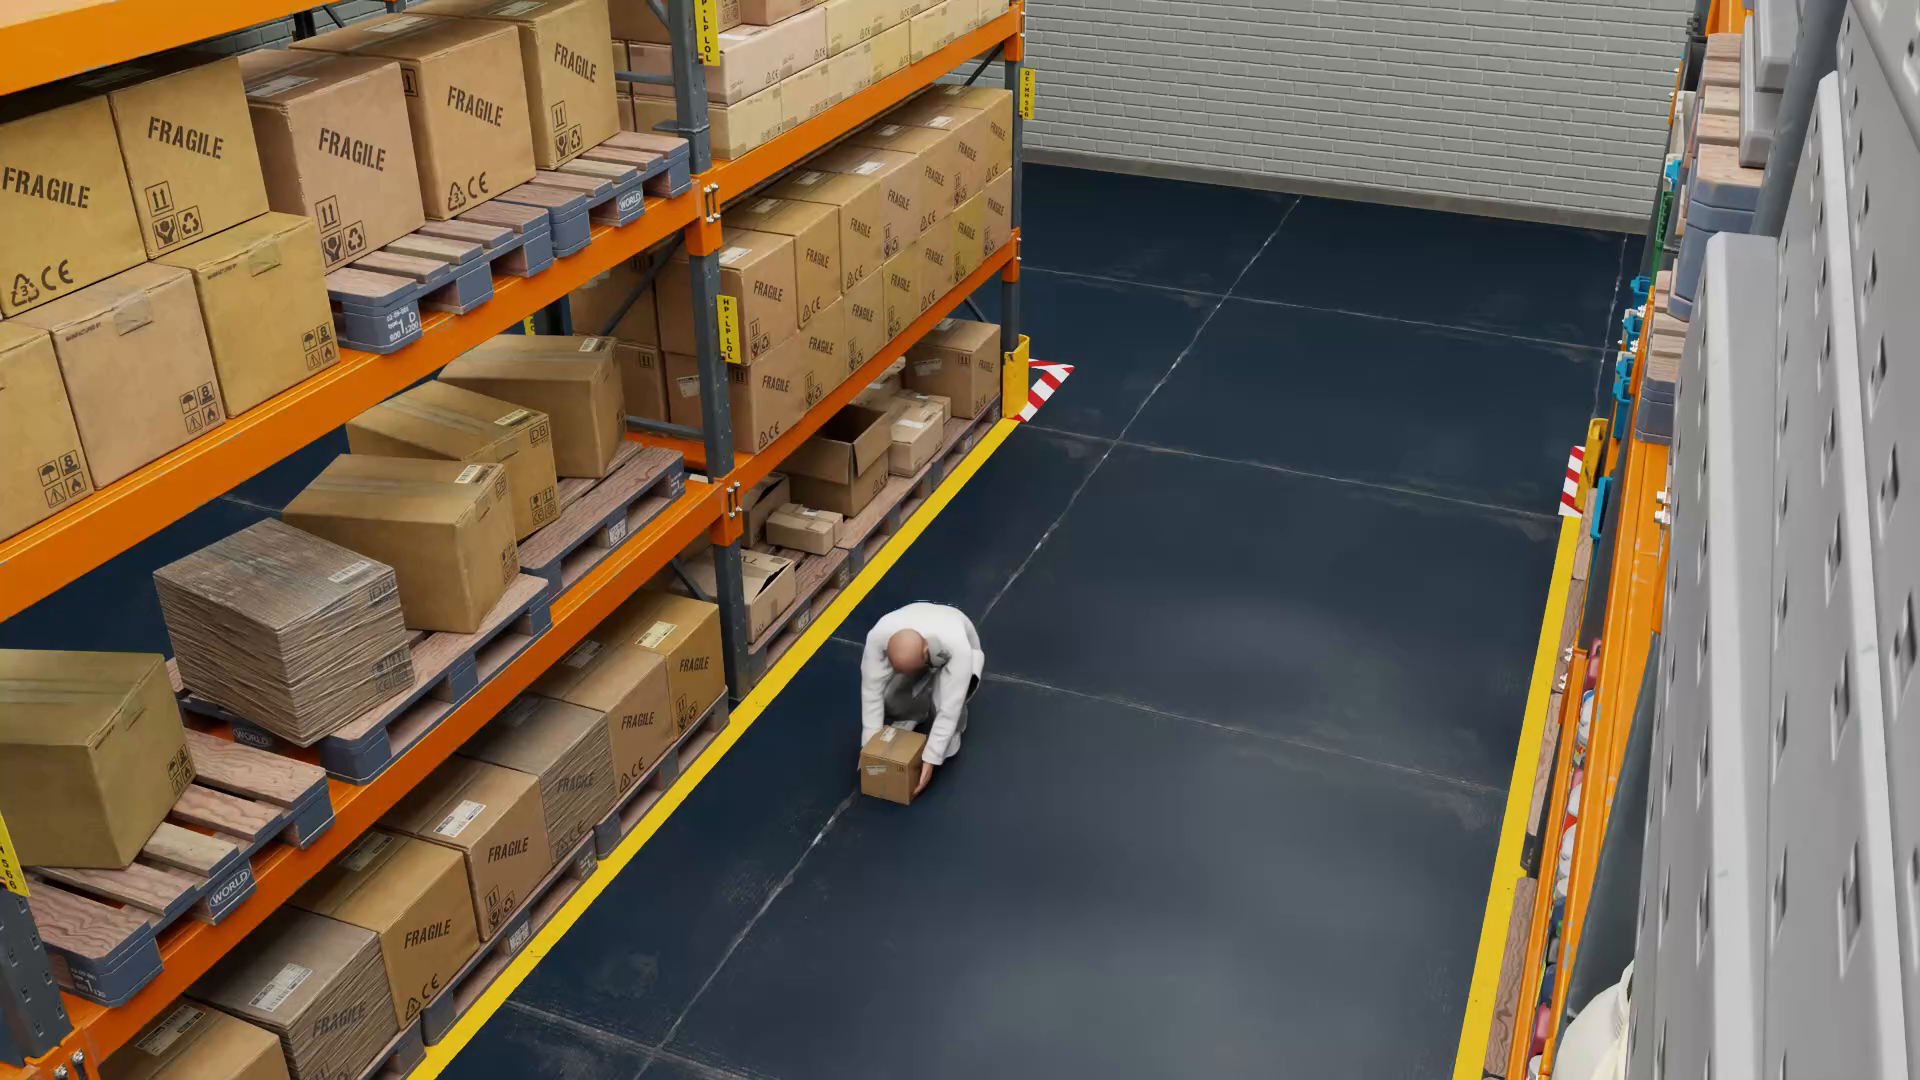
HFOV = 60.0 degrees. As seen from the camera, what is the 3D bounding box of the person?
[{"bbox_3d":[-0.180,0.668,8.175,0.599,0.862,0.879,11,31,19],"label":"person"}]
